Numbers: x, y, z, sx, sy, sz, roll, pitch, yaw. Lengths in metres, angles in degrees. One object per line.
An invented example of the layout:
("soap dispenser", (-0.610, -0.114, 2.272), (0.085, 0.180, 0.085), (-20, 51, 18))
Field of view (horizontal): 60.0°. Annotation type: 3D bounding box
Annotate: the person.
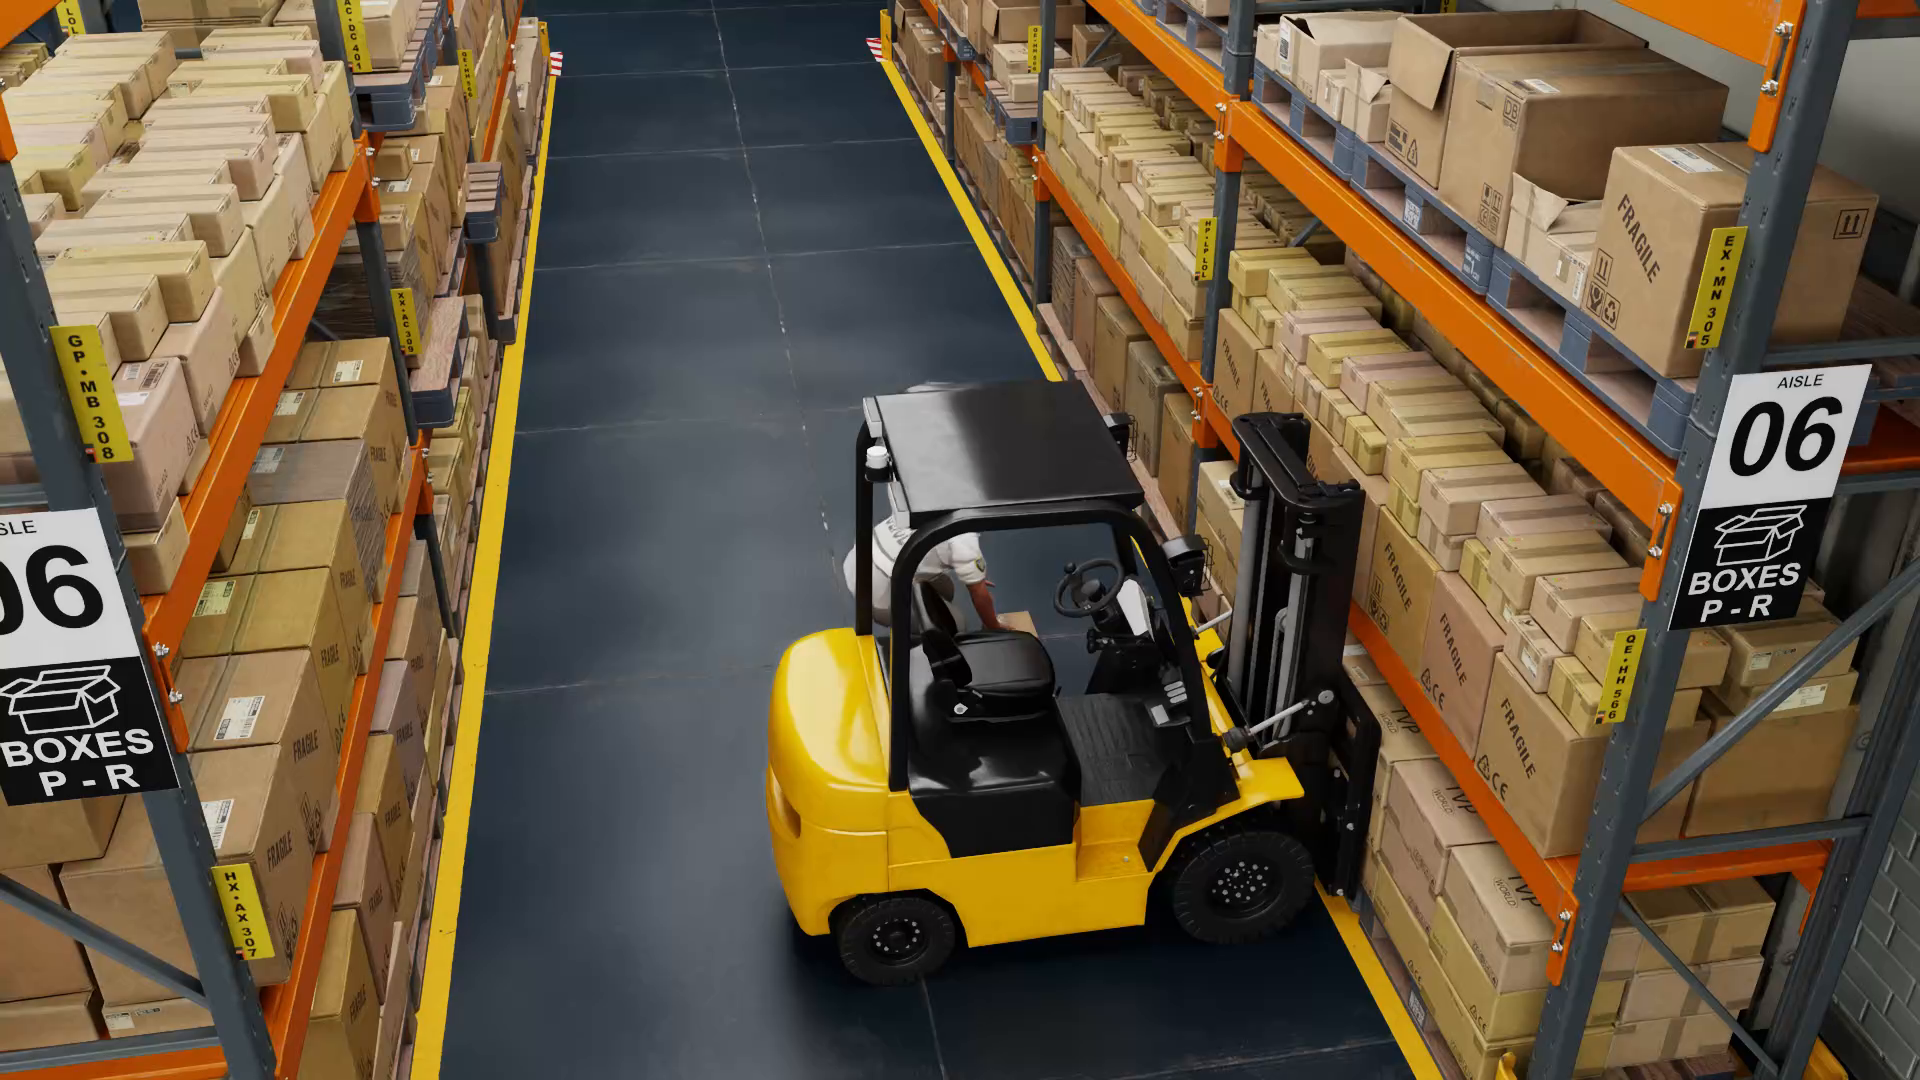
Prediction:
("person", (-0.129, 0.192, 8.403), (0.916, 1.150, 0.577), (-5, 31, -9))
